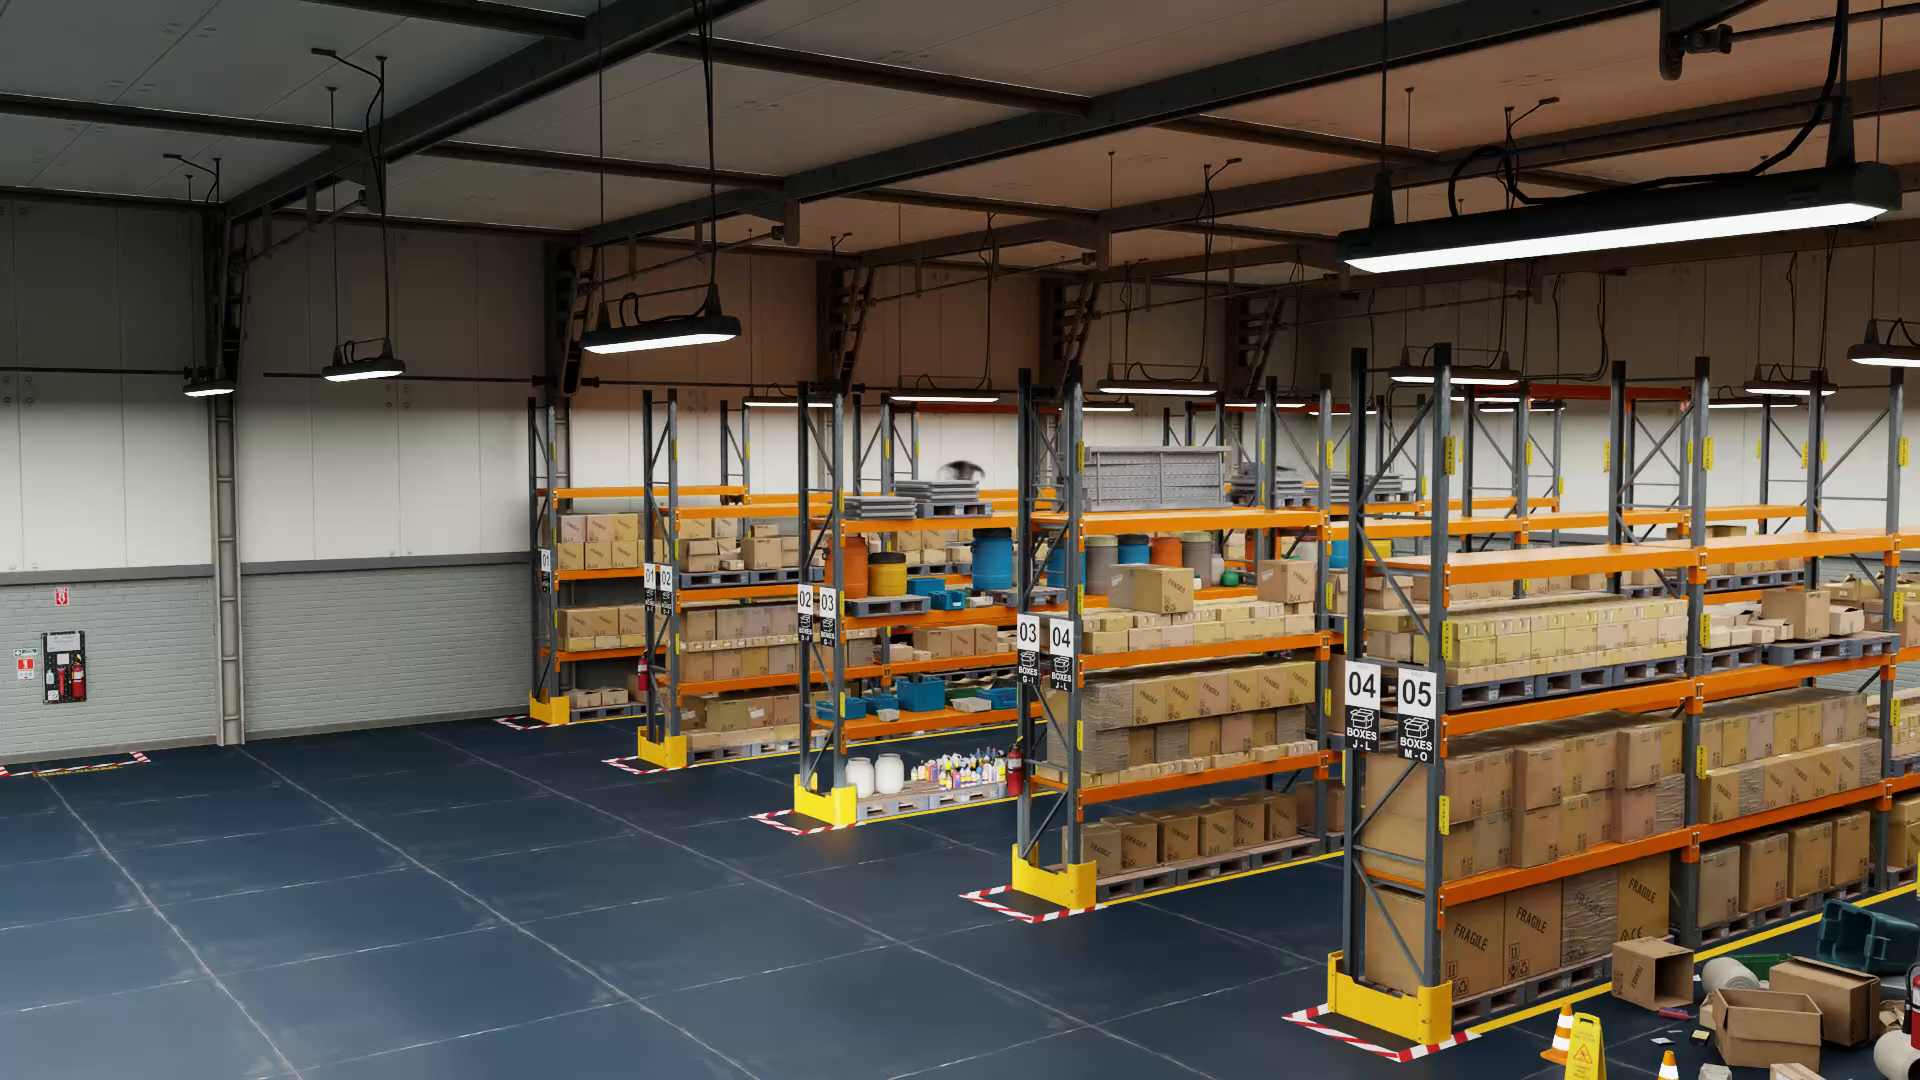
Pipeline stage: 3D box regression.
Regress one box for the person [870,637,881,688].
[{"bbox_3d":[-1.586,2.527,31.198,0.529,1.601,0.619,1,4,24],"label":"person"}]
